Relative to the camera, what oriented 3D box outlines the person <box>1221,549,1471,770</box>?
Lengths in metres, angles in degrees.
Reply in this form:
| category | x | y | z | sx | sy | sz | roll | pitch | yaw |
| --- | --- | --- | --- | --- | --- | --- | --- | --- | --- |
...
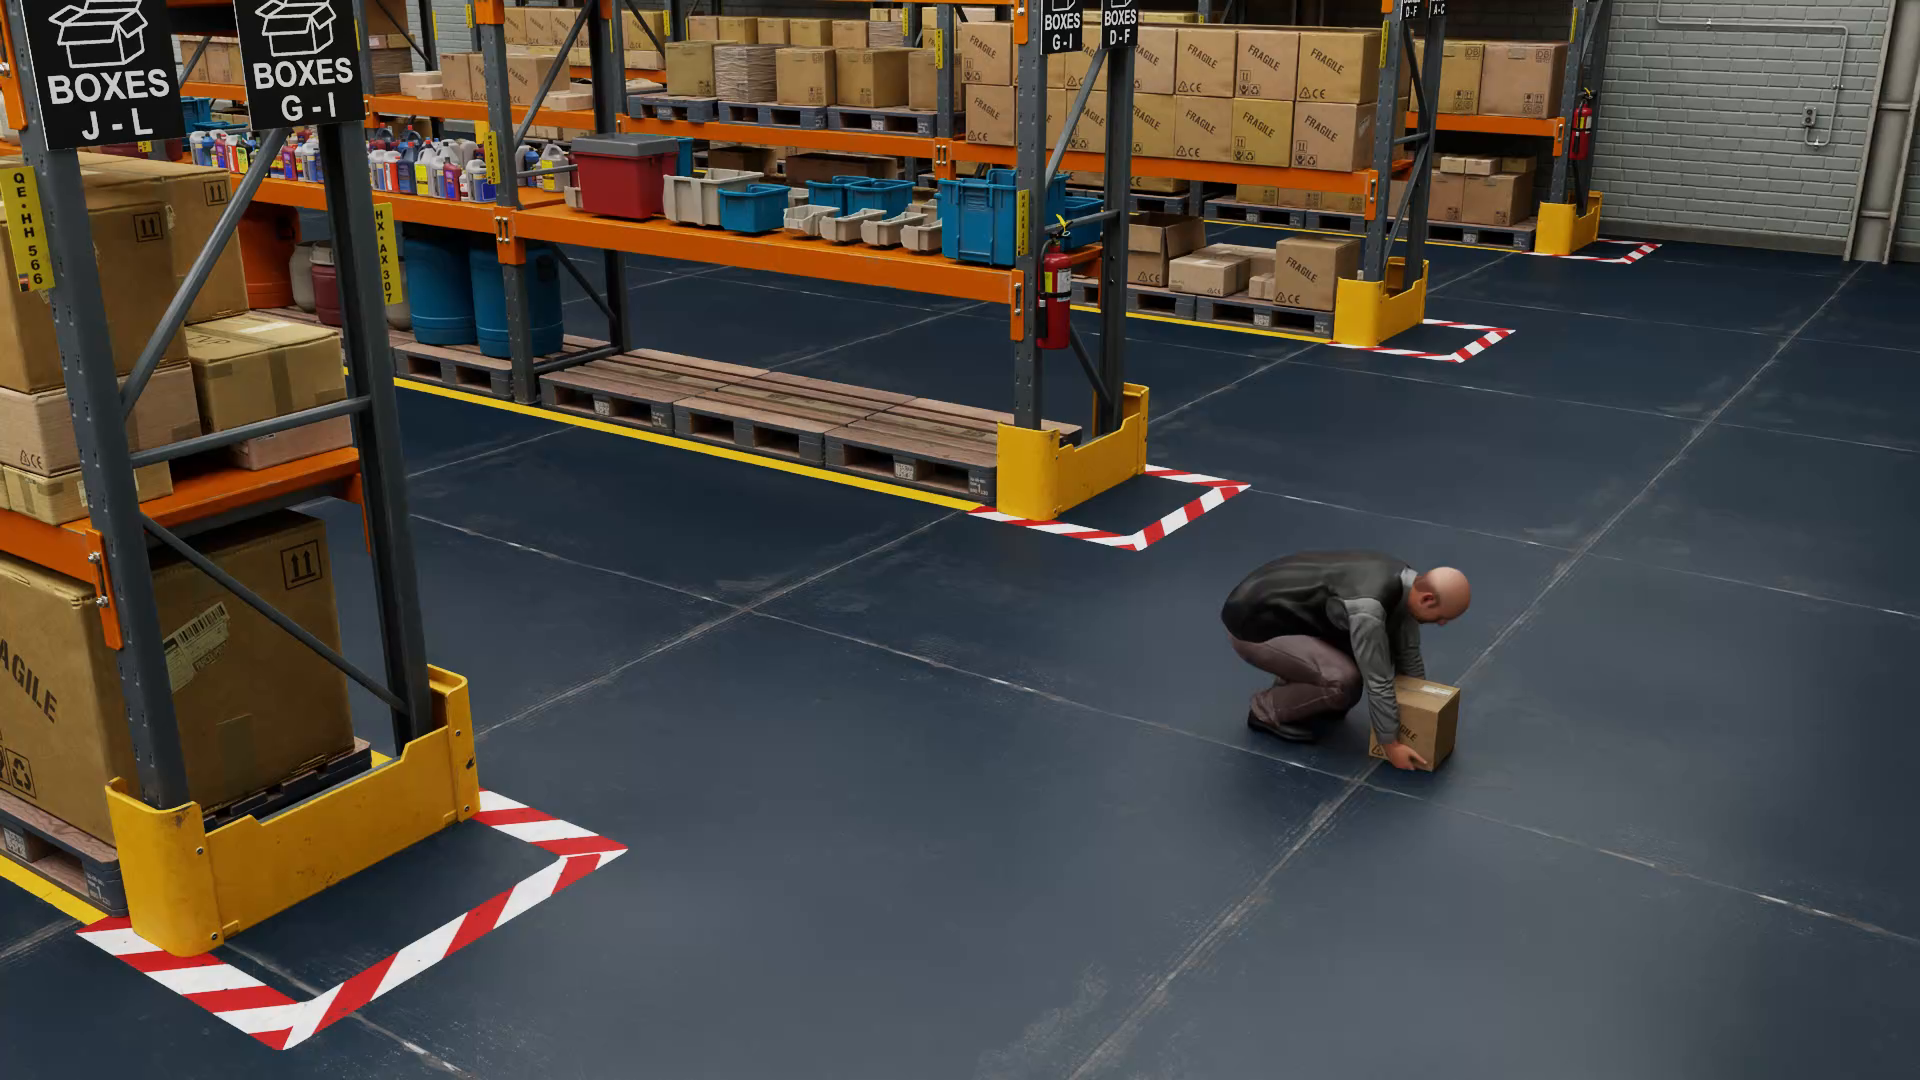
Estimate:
| category | x | y | z | sx | sy | sz | roll | pitch | yaw |
| --- | --- | --- | --- | --- | --- | --- | --- | --- | --- |
| person | 1.482 | 0.433 | 6.455 | 0.917 | 0.826 | 0.521 | 13 | 23 | 31 |
